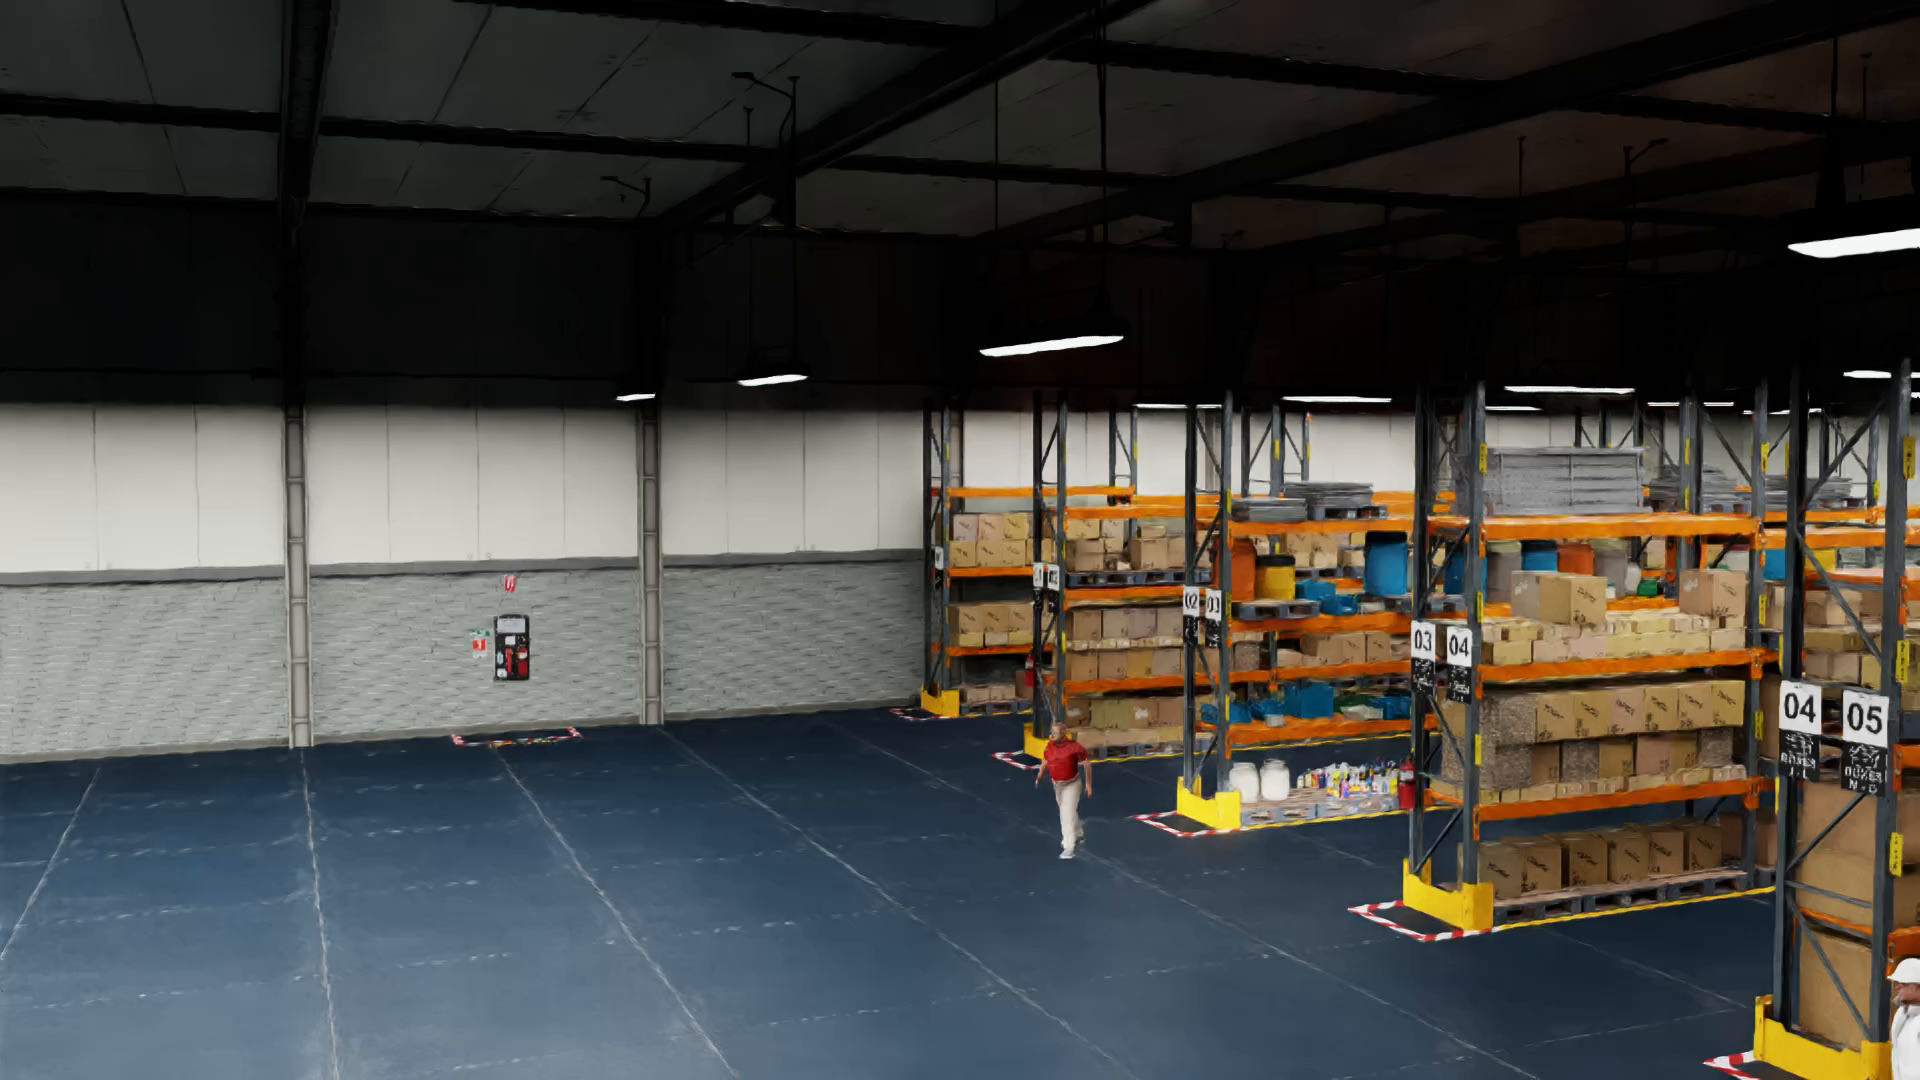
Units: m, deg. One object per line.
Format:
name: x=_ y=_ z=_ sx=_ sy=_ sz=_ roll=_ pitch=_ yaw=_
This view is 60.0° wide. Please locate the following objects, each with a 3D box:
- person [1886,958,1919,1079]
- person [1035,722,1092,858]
person: x=6.464 y=3.654 z=11.107 sx=0.961 sy=1.724 sz=0.569 roll=0 pitch=3 yaw=0
person: x=1.361 y=3.093 z=20.910 sx=0.863 sy=1.658 sz=0.700 roll=-3 pitch=4 yaw=-39
